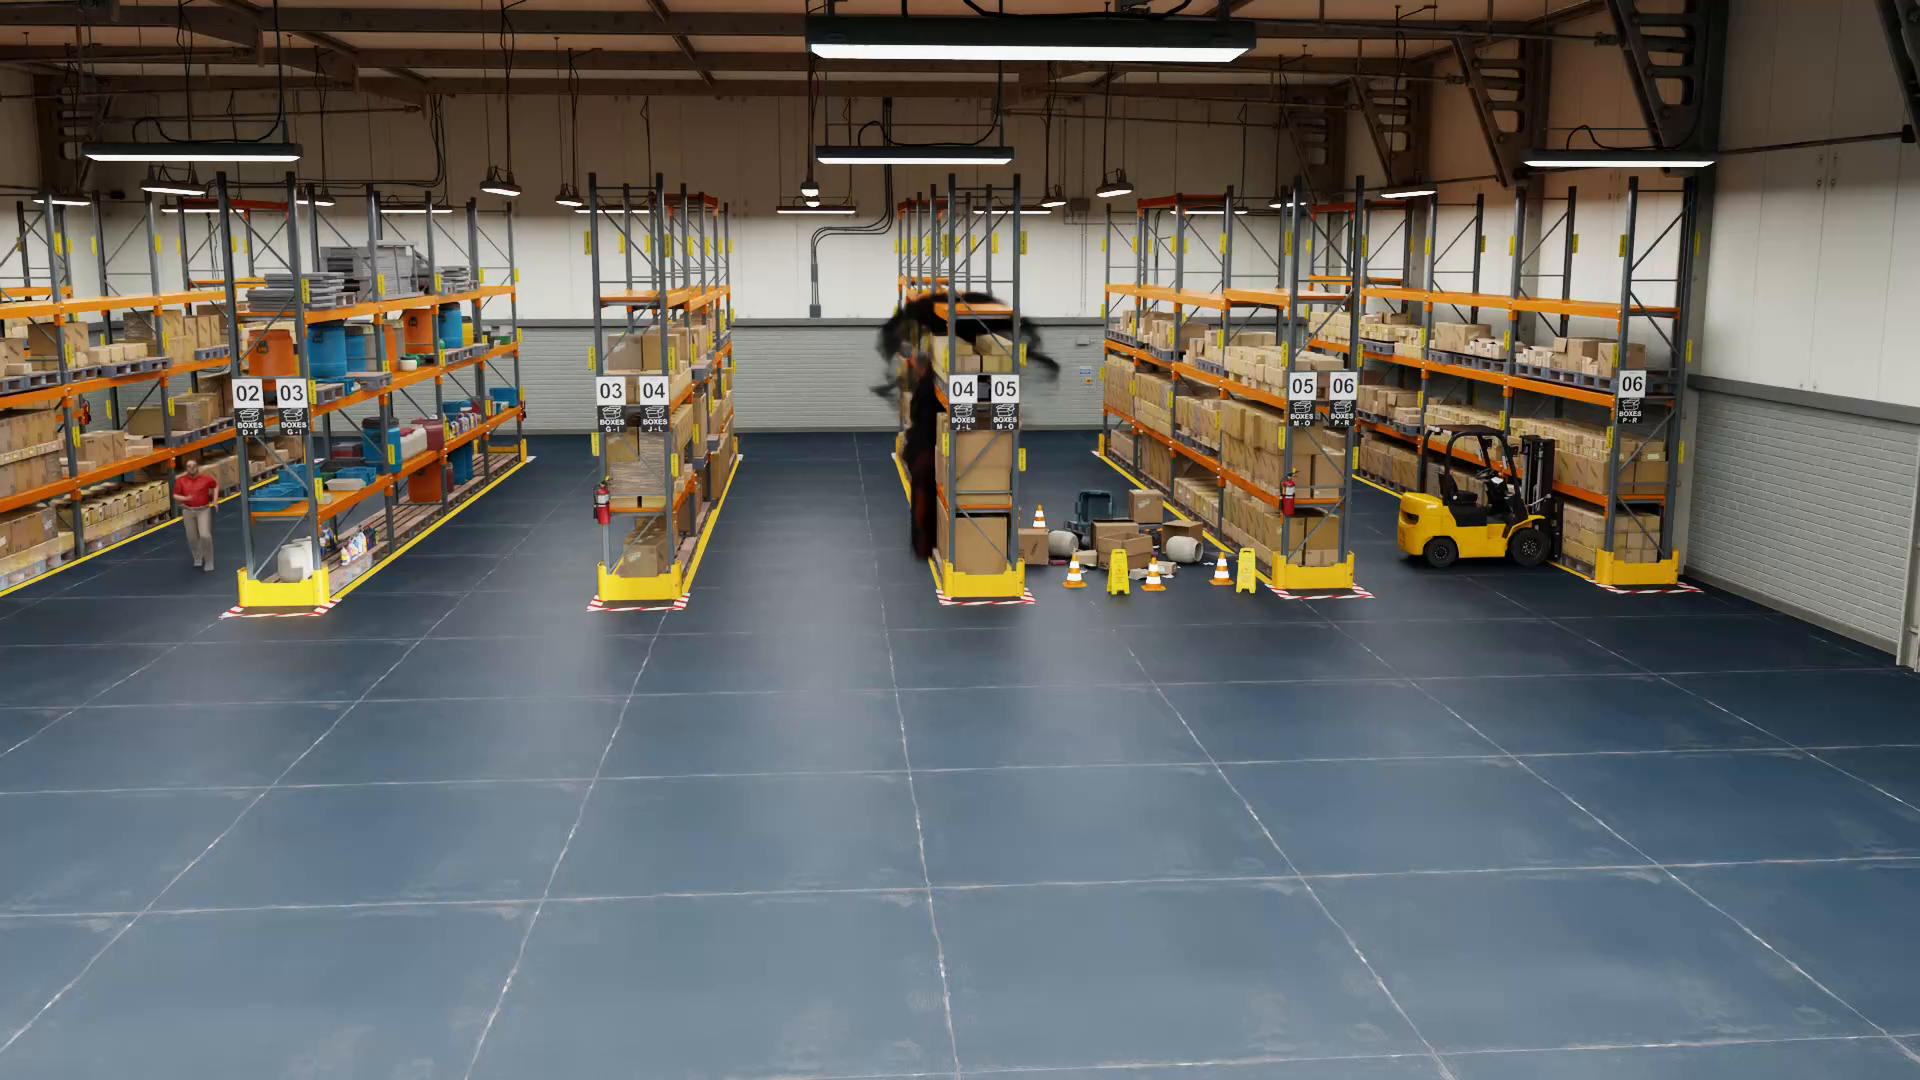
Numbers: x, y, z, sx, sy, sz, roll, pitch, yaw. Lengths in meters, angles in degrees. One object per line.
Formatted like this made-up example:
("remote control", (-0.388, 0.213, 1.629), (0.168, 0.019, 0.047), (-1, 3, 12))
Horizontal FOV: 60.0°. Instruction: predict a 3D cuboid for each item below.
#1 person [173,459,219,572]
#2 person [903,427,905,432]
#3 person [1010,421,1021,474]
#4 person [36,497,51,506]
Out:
("person", (-11.884, -0.371, 25.902), (0.633, 1.779, 0.753), (-3, 11, -18))
("person", (-1.132, -3.003, 41.048), (0.594, 1.687, 0.627), (3, 10, 17))
("person", (0.969, -2.086, 35.439), (0.659, 1.744, 0.578), (-2, 10, -9))
("person", (-17.149, -1.231, 30.899), (0.611, 1.697, 0.765), (0, 10, -1))
